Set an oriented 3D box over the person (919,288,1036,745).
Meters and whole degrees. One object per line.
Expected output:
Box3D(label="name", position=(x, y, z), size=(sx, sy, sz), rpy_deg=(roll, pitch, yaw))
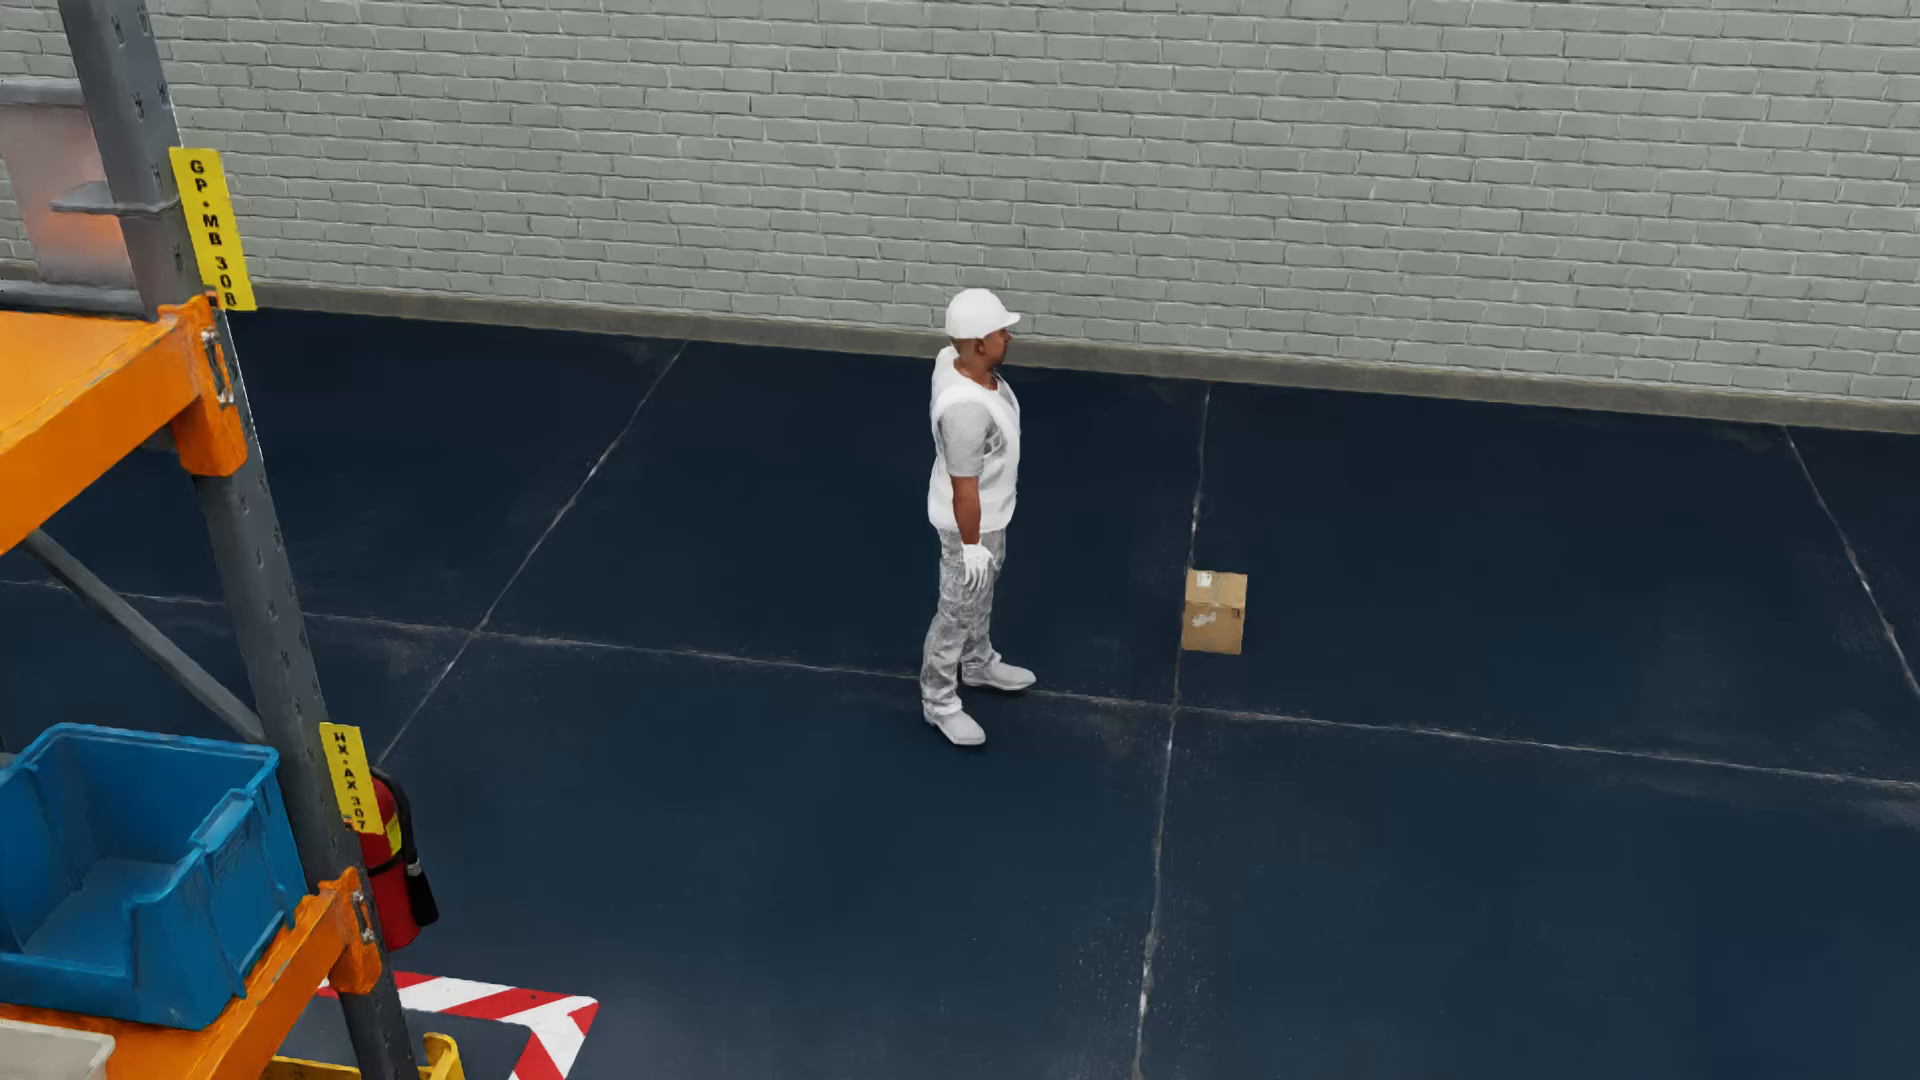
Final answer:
Box3D(label="person", position=(0.077, -0.121, 6.274), size=(0.458, 1.780, 0.680), rpy_deg=(2, 32, 3))
